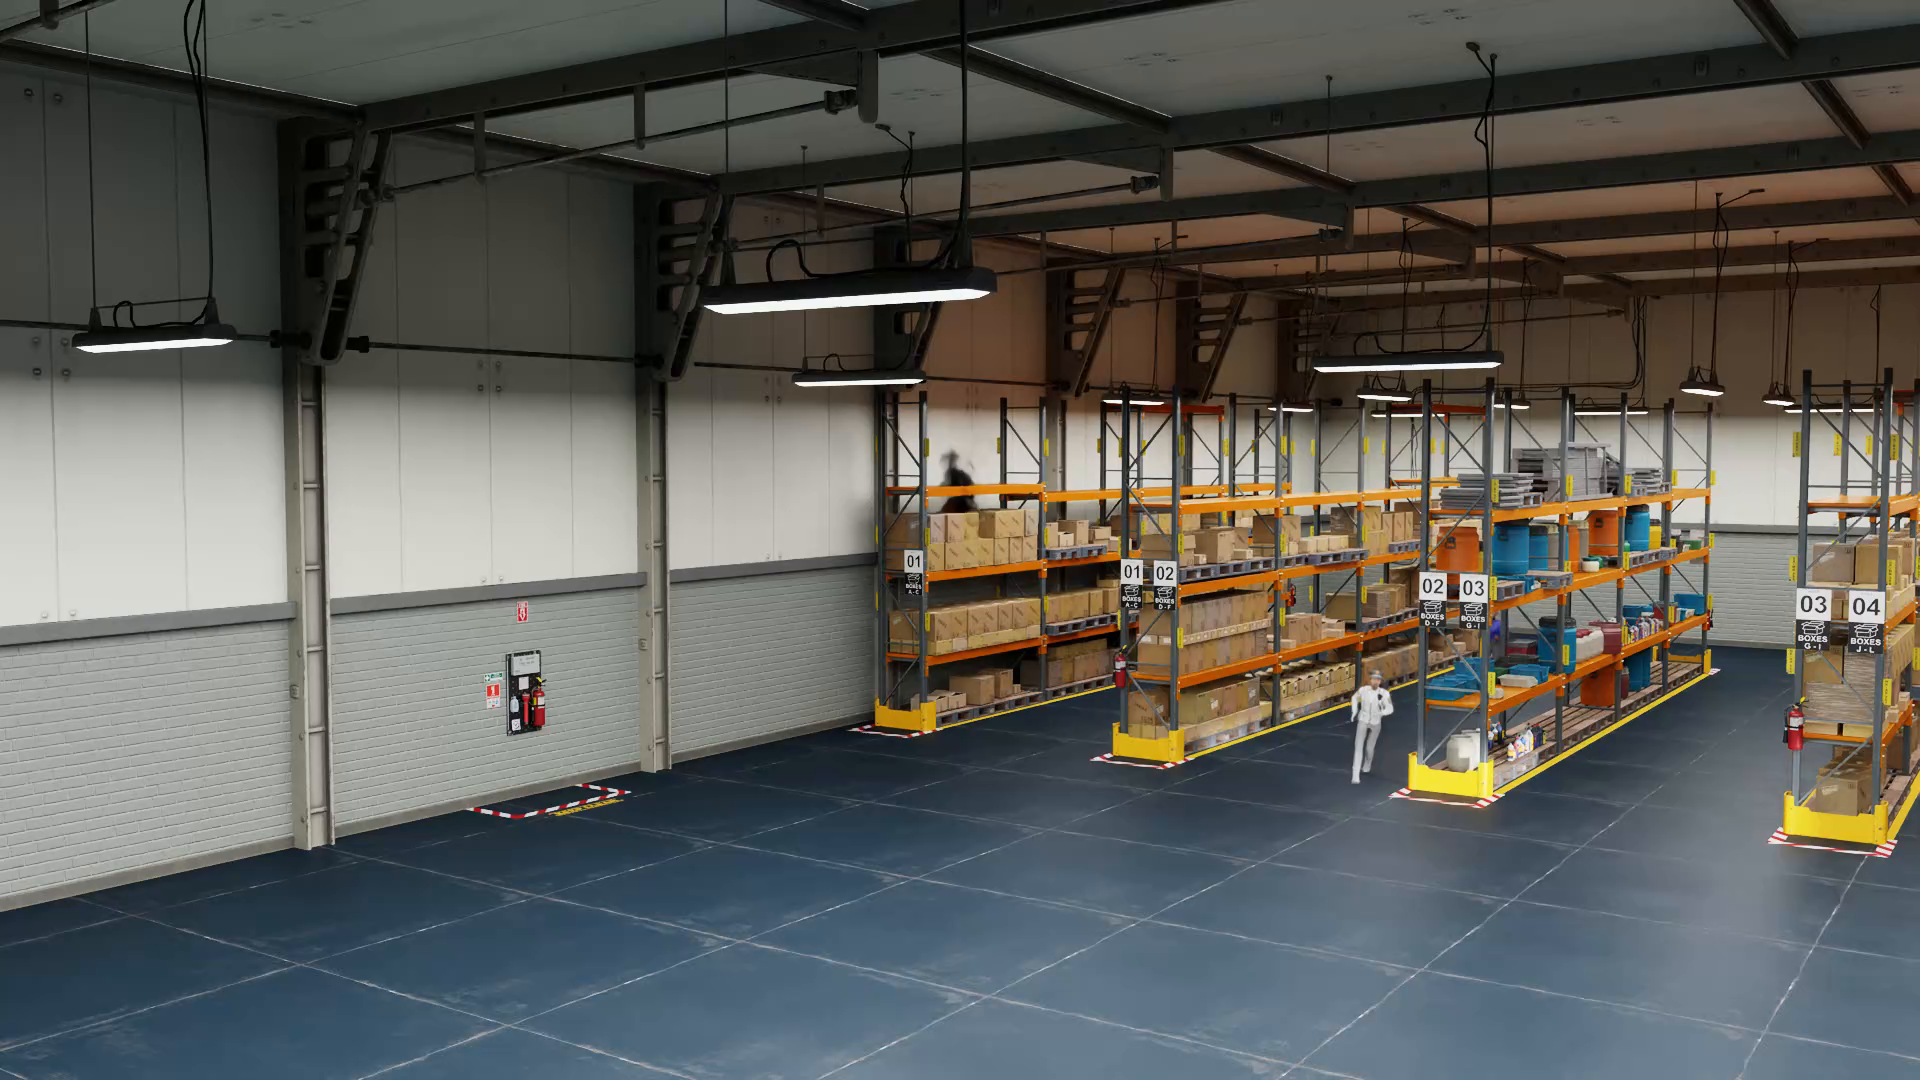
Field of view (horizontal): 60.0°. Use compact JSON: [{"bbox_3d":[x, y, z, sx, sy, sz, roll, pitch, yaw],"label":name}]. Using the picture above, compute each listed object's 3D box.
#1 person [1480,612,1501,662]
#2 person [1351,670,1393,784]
[{"bbox_3d":[11.127,2.258,34.728,0.614,1.667,0.619,2,4,29],"label":"person"},{"bbox_3d":[6.208,2.788,25.082,0.638,1.701,0.876,1,3,20],"label":"person"}]
